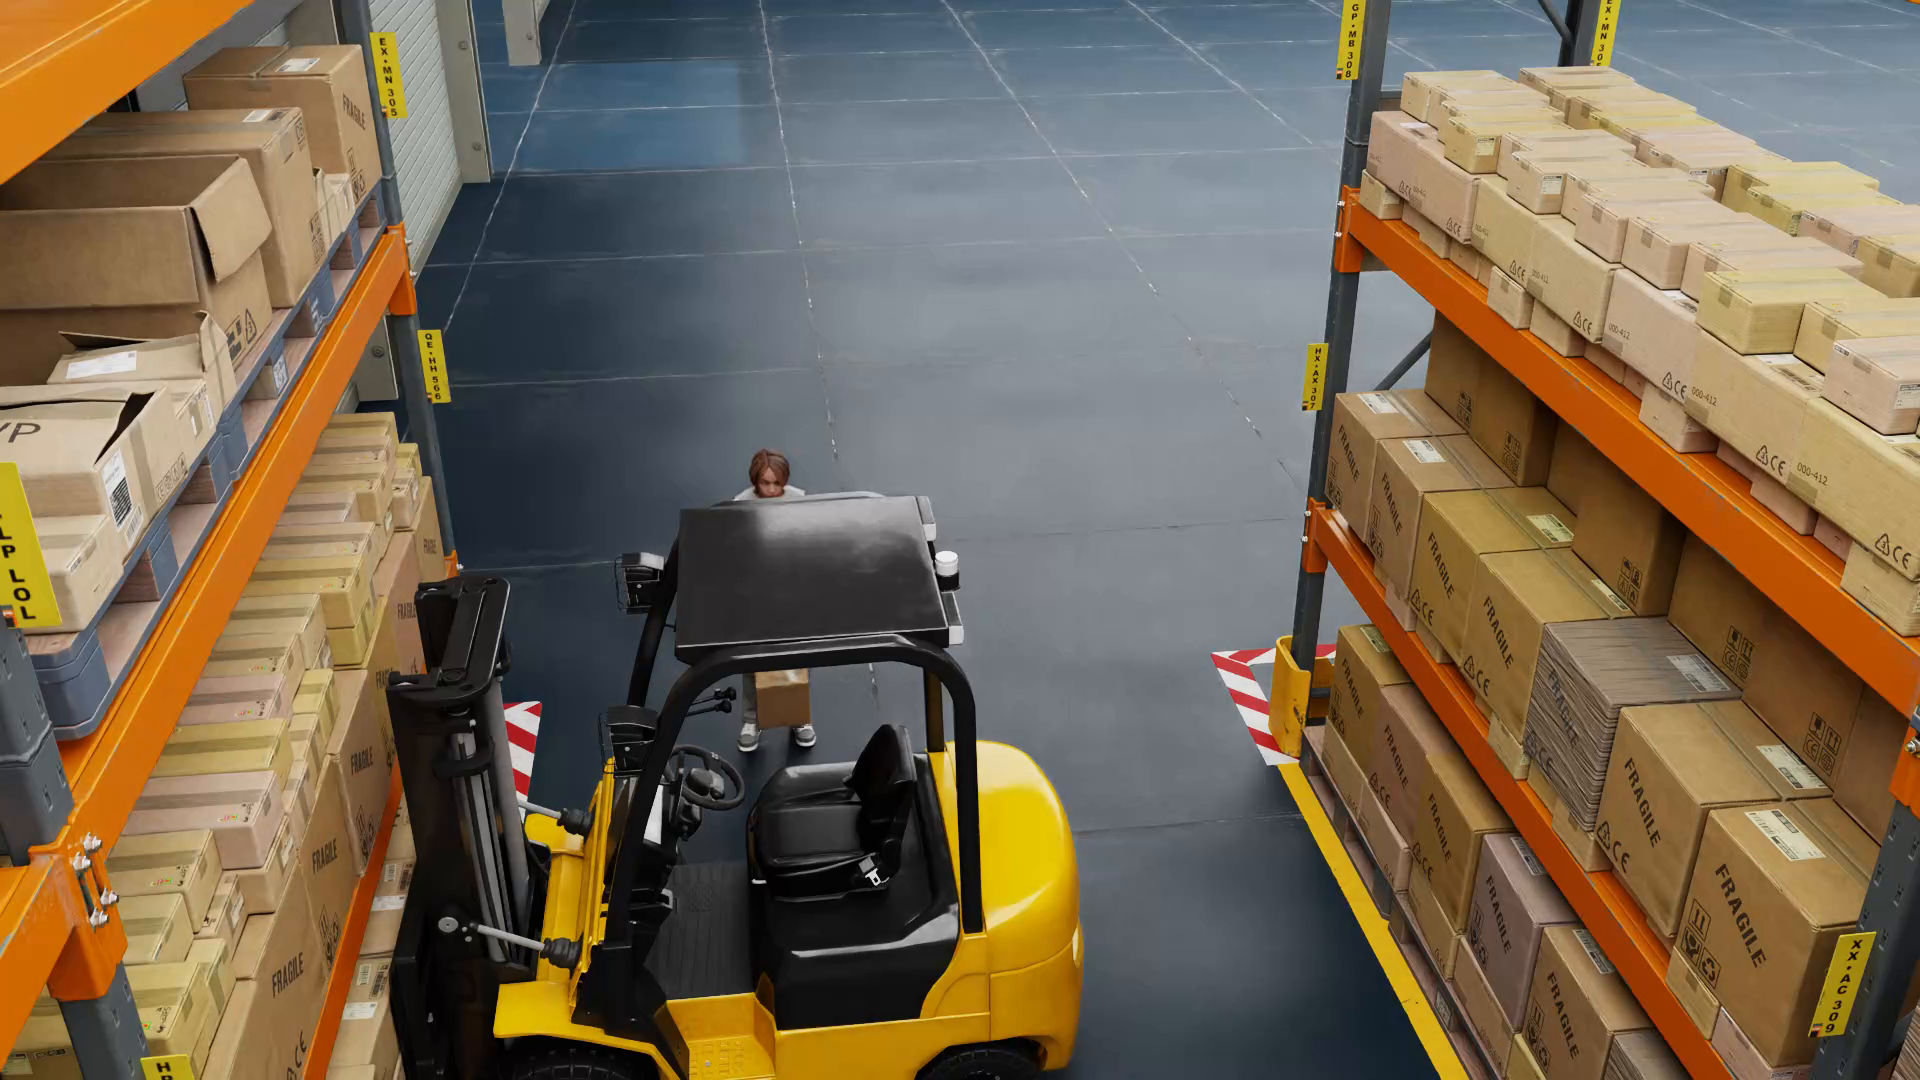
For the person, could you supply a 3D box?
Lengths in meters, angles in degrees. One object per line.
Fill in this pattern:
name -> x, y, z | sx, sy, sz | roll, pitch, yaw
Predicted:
person -> -0.904, 0.277, 8.094 | 0.453, 1.597, 0.338 | -4, 28, -8
